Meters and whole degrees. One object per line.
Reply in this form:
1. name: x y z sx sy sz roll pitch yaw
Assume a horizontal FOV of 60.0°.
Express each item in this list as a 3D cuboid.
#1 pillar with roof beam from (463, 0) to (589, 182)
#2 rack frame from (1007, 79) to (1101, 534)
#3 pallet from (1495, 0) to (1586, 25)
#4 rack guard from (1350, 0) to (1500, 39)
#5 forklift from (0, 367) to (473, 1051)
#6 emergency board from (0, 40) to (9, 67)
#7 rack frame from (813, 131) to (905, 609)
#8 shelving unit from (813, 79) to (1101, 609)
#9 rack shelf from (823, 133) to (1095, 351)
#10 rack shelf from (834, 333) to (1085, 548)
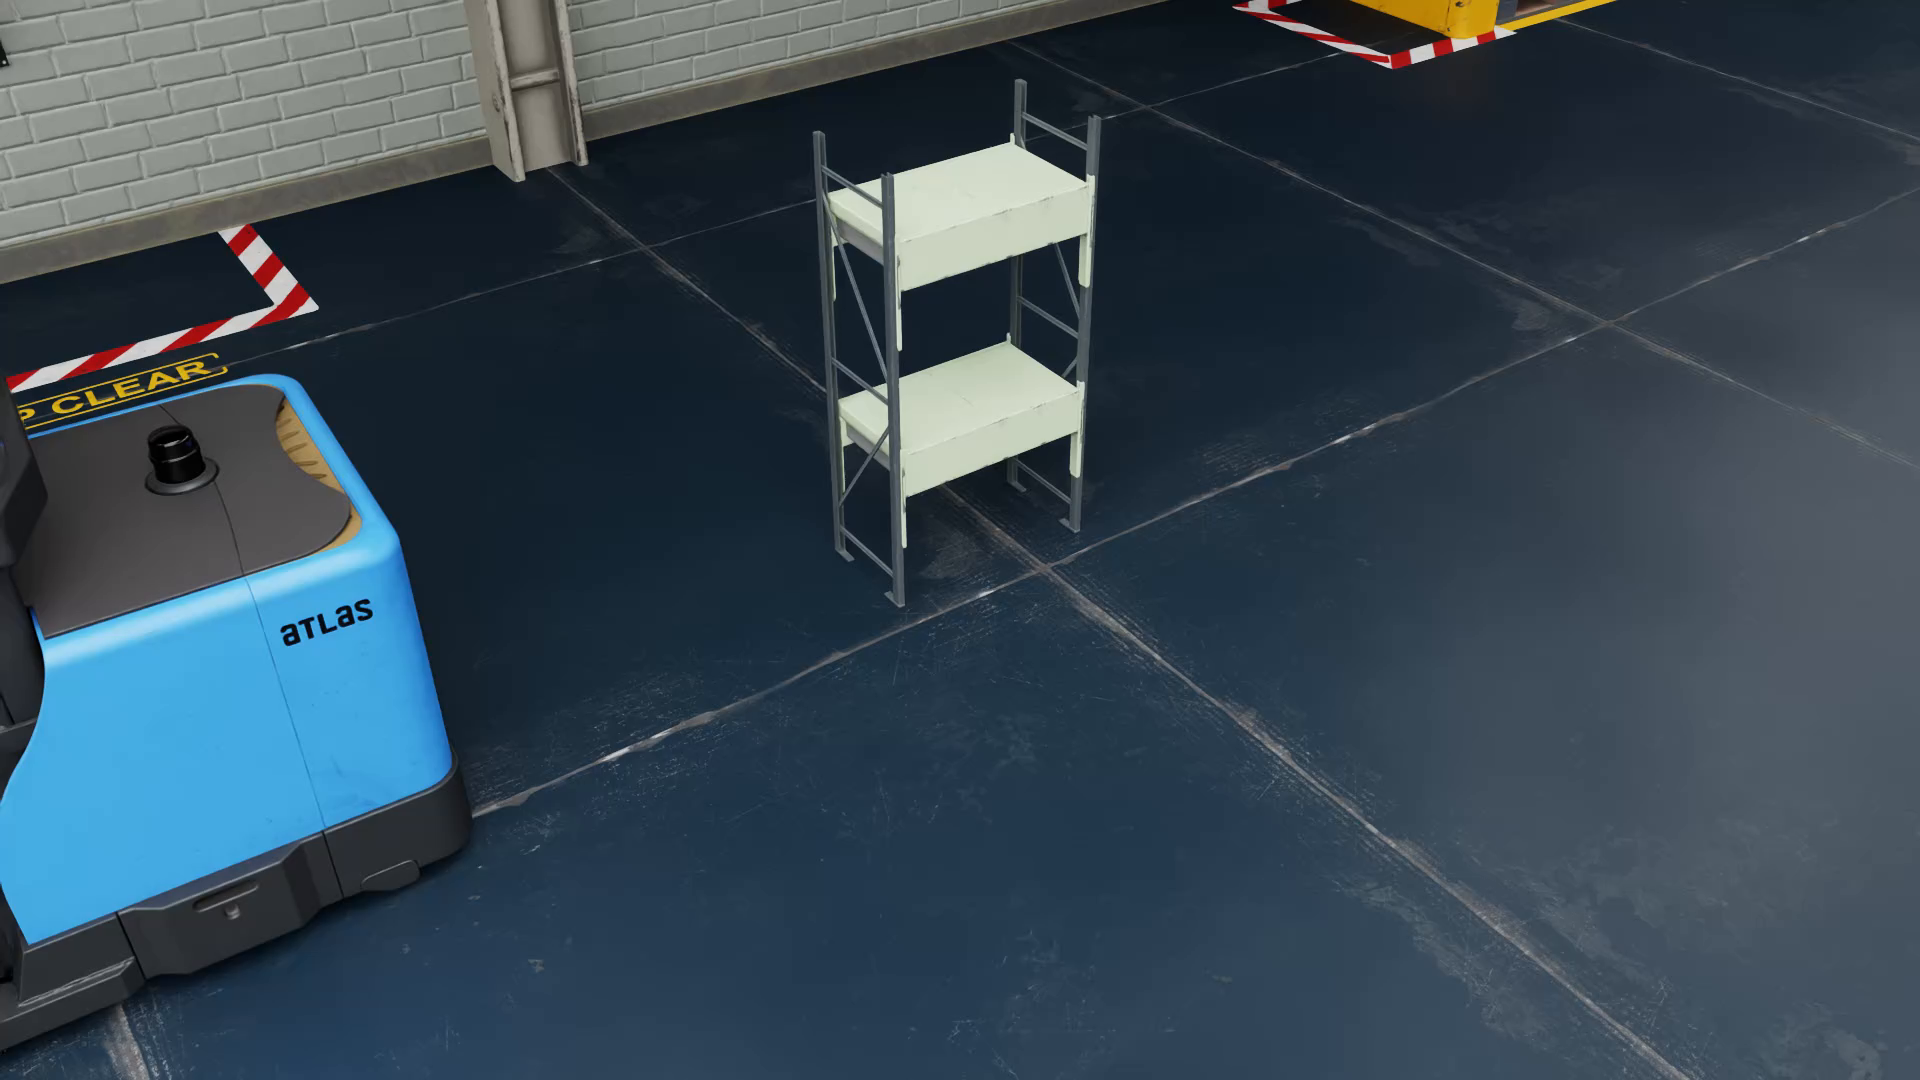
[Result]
1. pillar with roof beam: 0.360 -3.503 2.914 0.400 9.000 9.100 -22 41 -28
2. rack frame: 0.294 -0.730 5.480 0.023 1.500 0.400 -22 41 -28
3. pallet: 3.457 -3.642 10.633 1.213 0.211 1.003 -22 41 -28
4. rack guard: 2.772 -3.503 10.192 0.348 0.500 1.175 -22 41 -28
5. forklift: -2.841 -0.093 3.370 3.031 2.935 1.130 -21 41 -26
6. emergency board: -4.162 -2.309 6.392 0.643 1.169 0.194 -22 41 -28
7. rack frame: -0.305 -0.484 5.138 0.023 1.500 0.400 -22 41 -28
8. shelving unit: -0.005 -0.607 5.309 0.755 1.500 0.431 -22 41 -28
9. rack shelf: -0.005 -0.923 5.081 0.720 0.370 0.431 -22 41 -28
10. rack shelf: -0.005 -0.342 5.499 0.720 0.370 0.431 -22 41 -28
